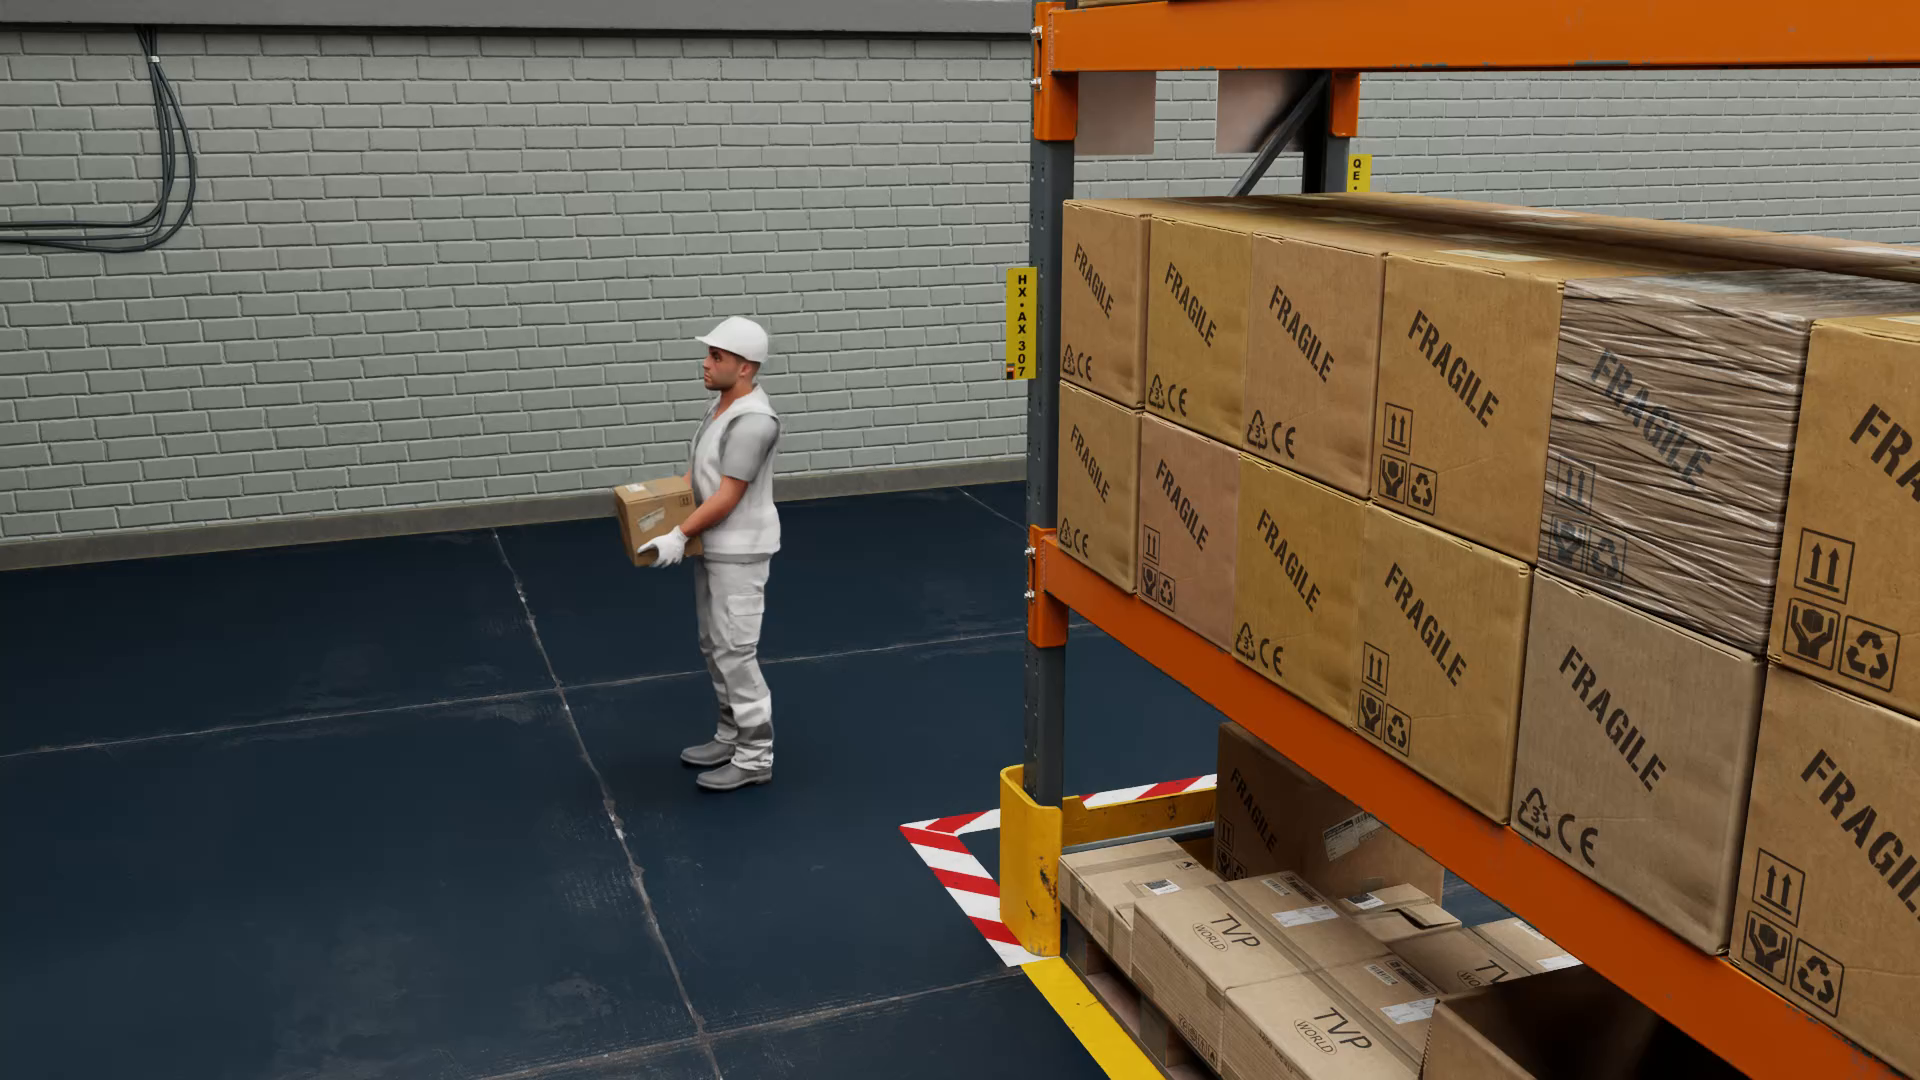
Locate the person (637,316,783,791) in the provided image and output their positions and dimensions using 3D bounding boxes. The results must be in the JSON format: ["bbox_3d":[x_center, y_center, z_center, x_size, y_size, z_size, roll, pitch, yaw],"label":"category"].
[{"bbox_3d":[-0.955,0.061,6.258,0.559,1.790,0.511,-6,16,-20],"label":"person"}]
